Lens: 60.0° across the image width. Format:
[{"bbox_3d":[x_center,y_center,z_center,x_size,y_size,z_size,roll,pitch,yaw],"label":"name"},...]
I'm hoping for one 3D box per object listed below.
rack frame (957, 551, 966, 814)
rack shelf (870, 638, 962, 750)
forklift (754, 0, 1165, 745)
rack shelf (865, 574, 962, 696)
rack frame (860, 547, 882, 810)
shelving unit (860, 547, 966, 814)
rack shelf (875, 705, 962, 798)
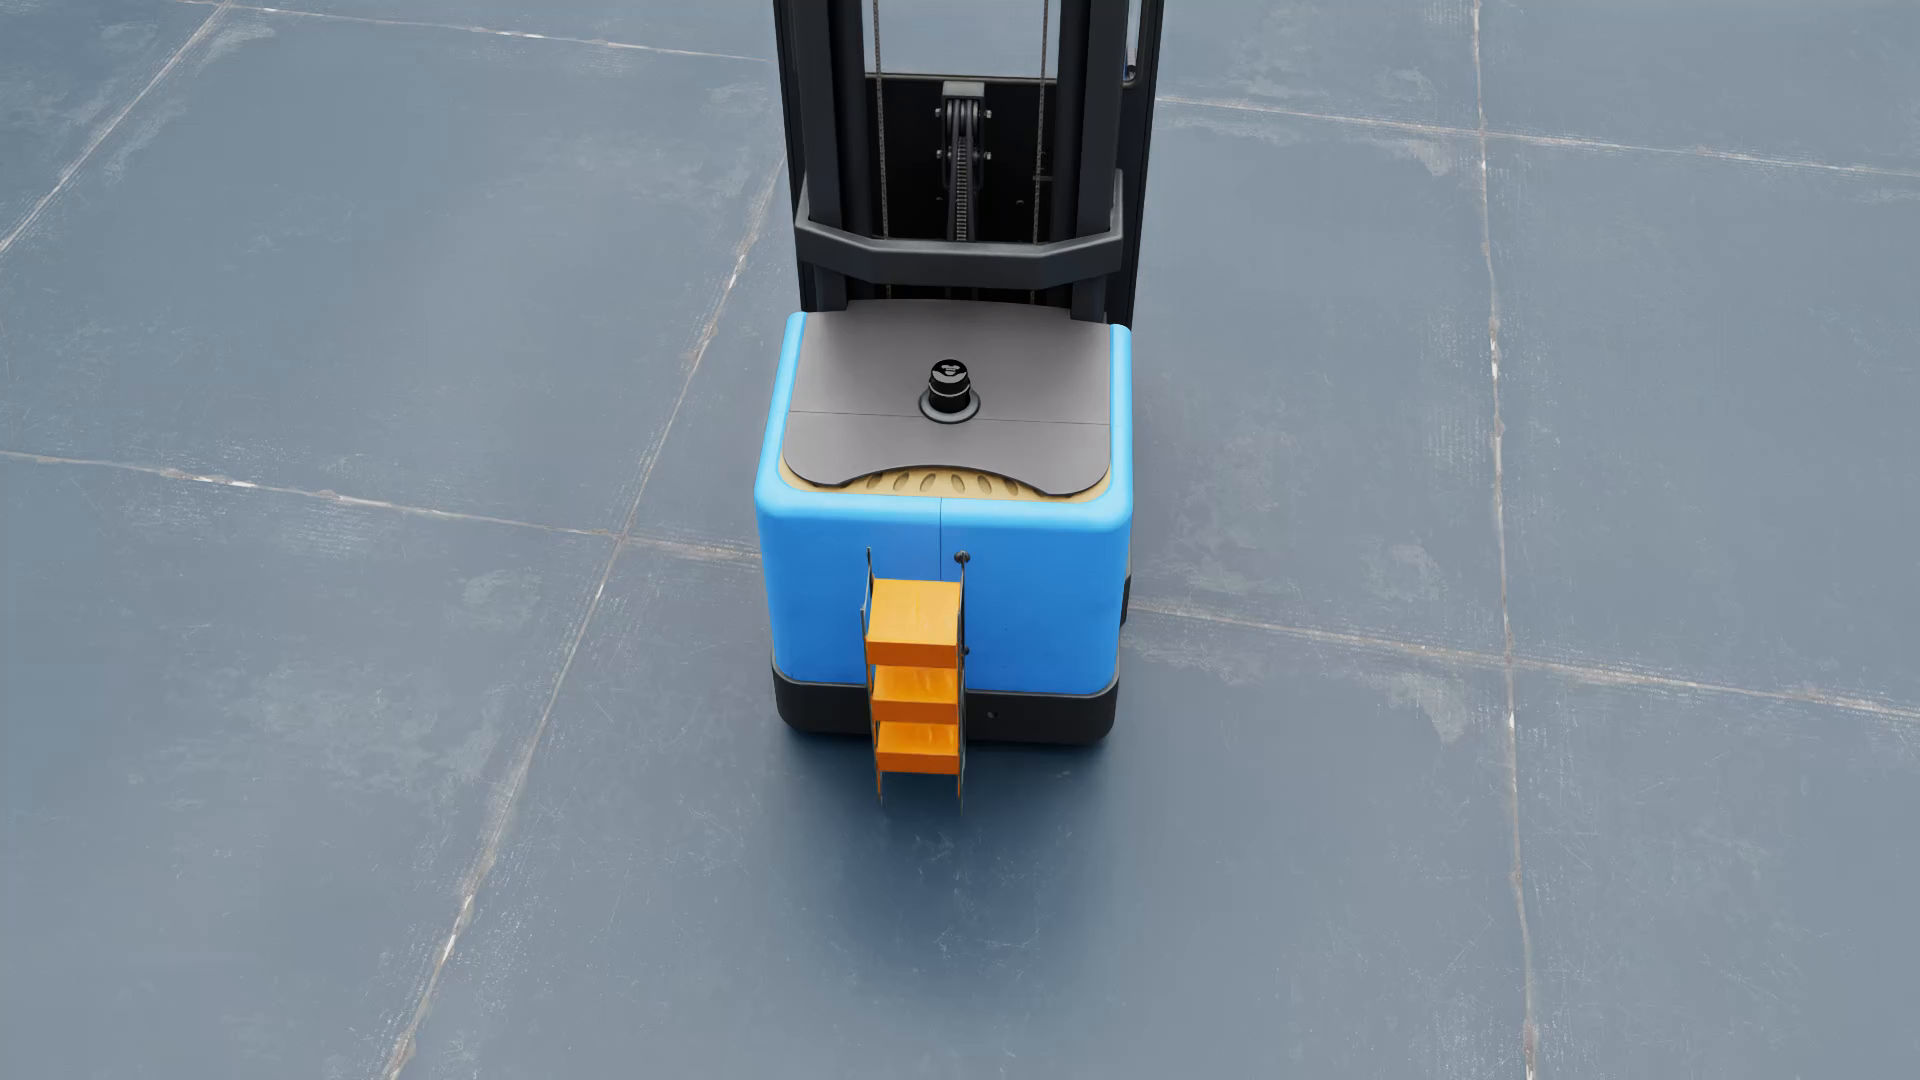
[{"bbox_3d":[0.005,0.426,4.651,0.008,1.050,0.200,2,53,2],"label":"rack frame"},{"bbox_3d":[-0.117,0.428,4.664,0.240,0.259,0.215,2,53,2],"label":"rack shelf"},{"bbox_3d":[0.038,-1.448,5.080,1.130,2.935,3.031,3,48,2],"label":"forklift"},{"bbox_3d":[-0.118,0.255,4.439,0.240,0.259,0.215,2,53,2],"label":"rack shelf"},{"bbox_3d":[-0.239,0.416,4.660,0.008,1.050,0.200,2,53,2],"label":"rack frame"},{"bbox_3d":[-0.117,0.421,4.655,0.252,1.050,0.215,2,53,2],"label":"shelving unit"},{"bbox_3d":[-0.115,0.597,4.884,0.240,0.259,0.215,2,53,2],"label":"rack shelf"}]
